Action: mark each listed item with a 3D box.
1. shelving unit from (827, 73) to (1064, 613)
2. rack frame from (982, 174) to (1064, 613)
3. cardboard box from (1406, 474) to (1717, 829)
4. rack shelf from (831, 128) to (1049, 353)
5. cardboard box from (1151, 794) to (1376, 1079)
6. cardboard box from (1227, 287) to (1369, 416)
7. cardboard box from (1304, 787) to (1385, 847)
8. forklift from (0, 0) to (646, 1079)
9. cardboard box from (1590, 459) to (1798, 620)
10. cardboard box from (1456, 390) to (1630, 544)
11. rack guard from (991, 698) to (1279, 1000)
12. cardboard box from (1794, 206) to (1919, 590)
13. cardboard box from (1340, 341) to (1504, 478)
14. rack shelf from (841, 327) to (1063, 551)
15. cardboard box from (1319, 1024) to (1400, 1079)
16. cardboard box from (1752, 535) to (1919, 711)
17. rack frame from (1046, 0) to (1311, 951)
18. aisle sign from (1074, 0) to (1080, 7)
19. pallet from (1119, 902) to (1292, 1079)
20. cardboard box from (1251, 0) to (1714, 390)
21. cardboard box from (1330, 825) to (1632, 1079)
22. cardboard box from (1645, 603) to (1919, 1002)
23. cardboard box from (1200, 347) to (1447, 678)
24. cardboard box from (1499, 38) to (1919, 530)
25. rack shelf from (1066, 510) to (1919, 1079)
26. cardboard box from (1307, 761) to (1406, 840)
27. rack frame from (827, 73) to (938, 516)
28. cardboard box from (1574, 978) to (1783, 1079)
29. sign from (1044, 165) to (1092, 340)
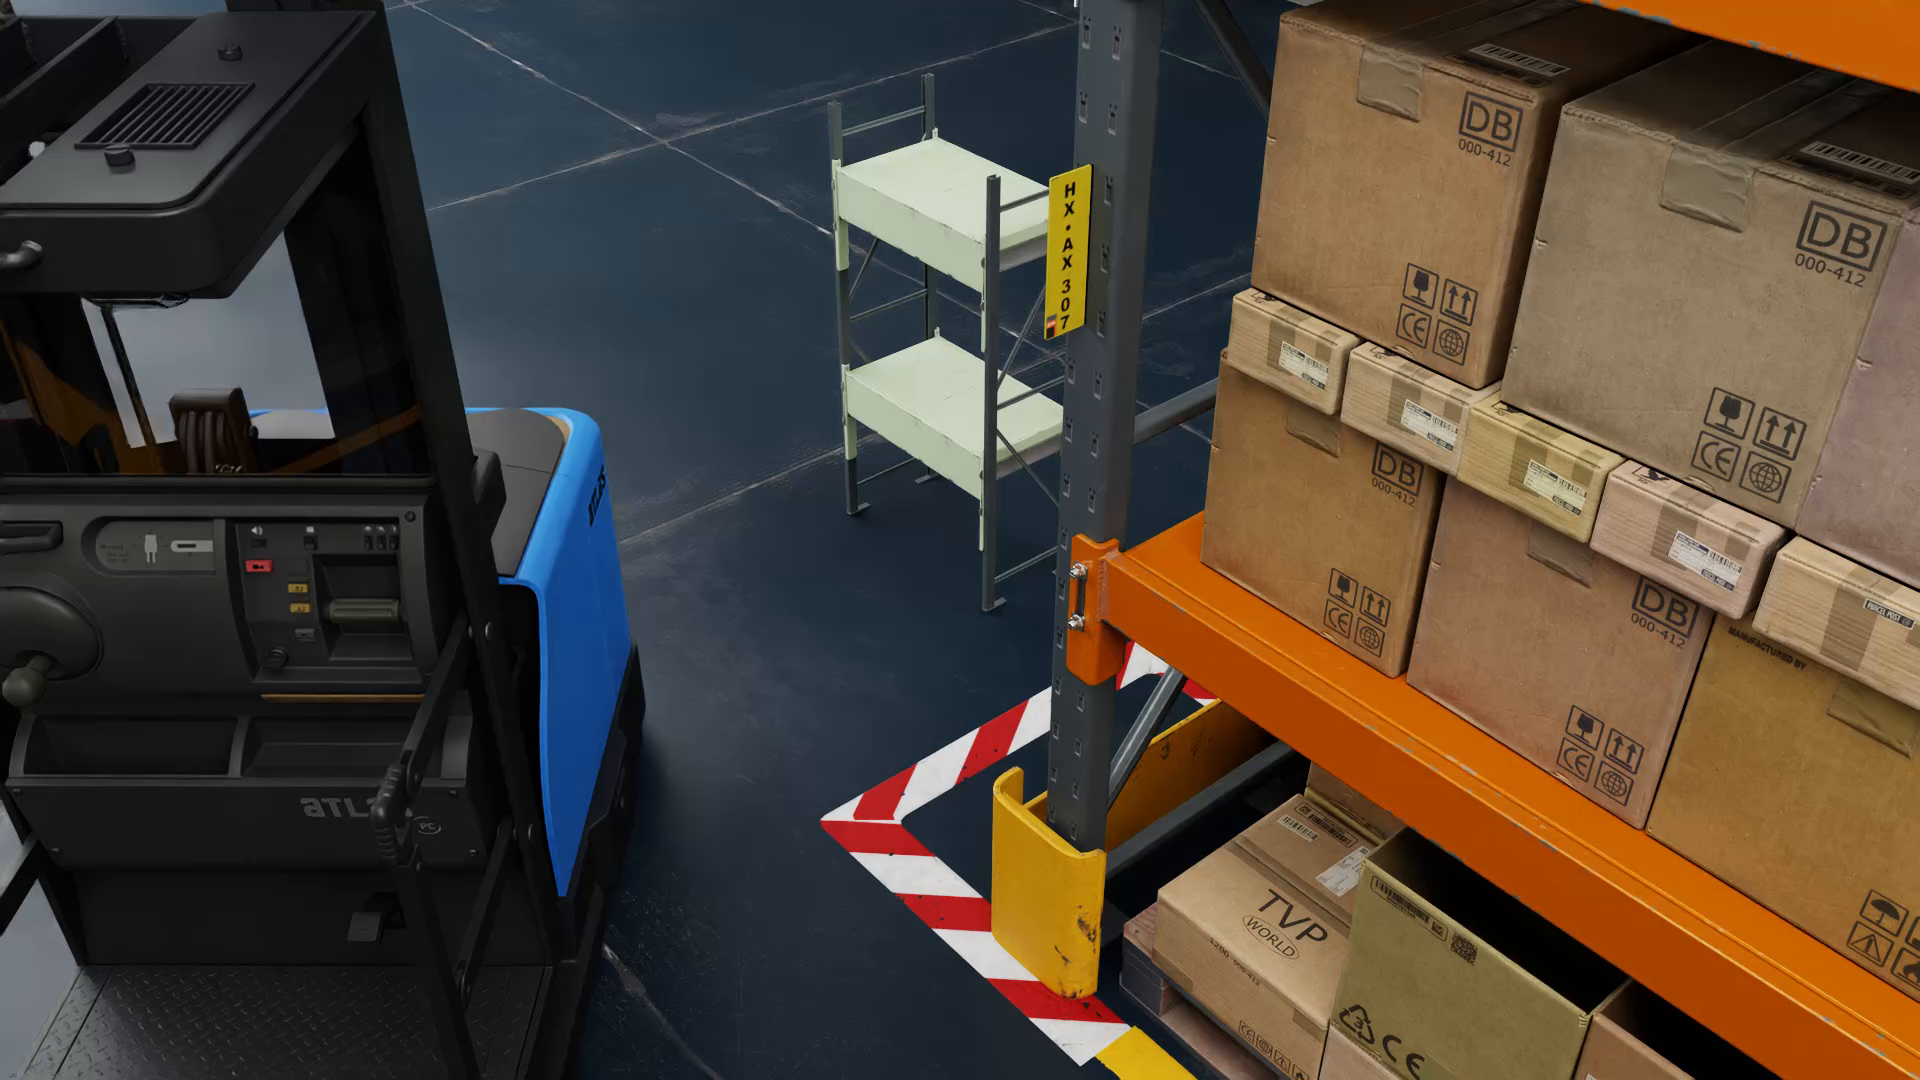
[{"bbox_3d":[-0.004,-0.615,5.321,0.431,1.500,0.755,-26,43,-32],"label":"shelving unit"},{"bbox_3d":[0.232,-0.453,5.093,0.400,1.500,0.023,-26,43,-32],"label":"rack frame"},{"bbox_3d":[1.261,0.051,2.996,0.700,0.500,0.500,-25,42,-31],"label":"cardboard box"},{"bbox_3d":[-0.004,-0.933,5.095,0.431,0.370,0.720,-26,43,-32],"label":"rack shelf"},{"bbox_3d":[0.803,0.922,3.869,0.500,0.250,0.500,-26,43,-32],"label":"cardboard box"},{"bbox_3d":[0.716,-0.401,3.073,0.380,0.149,0.250,-26,43,-32],"label":"cardboard box"},{"bbox_3d":[1.199,0.729,4.142,0.500,0.250,0.500,-26,43,-32],"label":"cardboard box"},{"bbox_3d":[-1.462,0.178,2.963,1.130,2.935,3.031,0,35,0],"label":"forklift"},{"bbox_3d":[1.209,-0.062,2.595,0.380,0.149,0.250,-27,43,-32],"label":"cardboard box"},{"bbox_3d":[1.048,-0.174,2.753,0.380,0.149,0.250,-26,43,-32],"label":"cardboard box"},{"bbox_3d":[0.612,0.661,4.384,1.175,0.500,0.348,-26,43,-32],"label":"rack guard"},{"bbox_3d":[1.622,-0.232,2.274,0.700,0.500,0.500,-26,43,-32],"label":"cardboard box"},{"bbox_3d":[0.888,-0.285,2.910,0.380,0.149,0.250,-27,43,-33],"label":"cardboard box"},{"bbox_3d":[-0.004,-0.349,5.509,0.431,0.370,0.720,-26,43,-32],"label":"rack shelf"},{"bbox_3d":[1.129,1.141,3.559,0.500,0.250,0.500,-26,43,-32],"label":"cardboard box"},{"bbox_3d":[1.383,0.054,2.430,0.380,0.149,0.250,-28,44,-33],"label":"cardboard box"},{"bbox_3d":[0.627,-0.349,3.647,1.000,3.000,0.127,-26,43,-32],"label":"rack frame"},{"bbox_3d":[0.351,-1.324,2.775,0.394,0.787,0.004,-26,43,-32],"label":"aisle sign"},{"bbox_3d":[1.153,1.111,3.998,1.003,0.211,1.213,-26,43,-32],"label":"pallet"},{"bbox_3d":[0.953,-0.685,2.912,0.700,0.500,0.500,-26,43,-32],"label":"cardboard box"},{"bbox_3d":[1.127,0.836,3.342,0.500,0.500,0.500,-26,43,-32],"label":"cardboard box"},{"bbox_3d":[1.577,0.273,2.683,0.700,0.500,0.500,-26,43,-31],"label":"cardboard box"},{"bbox_3d":[0.919,-0.179,3.320,0.700,0.500,0.500,-26,43,-32],"label":"cardboard box"},{"bbox_3d":[1.296,-0.455,2.587,0.700,0.500,0.500,-27,43,-33],"label":"cardboard box"},{"bbox_3d":[1.918,0.828,2.608,1.077,0.370,4.000,-26,43,-32],"label":"rack shelf"},{"bbox_3d":[1.201,0.422,3.926,0.500,0.500,0.500,-26,43,-32],"label":"cardboard box"},{"bbox_3d":[-0.241,-0.777,5.549,0.400,1.500,0.023,-26,43,-32],"label":"rack frame"},{"bbox_3d":[1.460,1.052,3.037,0.500,0.500,0.500,-26,43,-32],"label":"cardboard box"},{"bbox_3d":[0.199,-0.530,3.085,0.100,0.325,0.005,-26,43,-32],"label":"sign"}]
